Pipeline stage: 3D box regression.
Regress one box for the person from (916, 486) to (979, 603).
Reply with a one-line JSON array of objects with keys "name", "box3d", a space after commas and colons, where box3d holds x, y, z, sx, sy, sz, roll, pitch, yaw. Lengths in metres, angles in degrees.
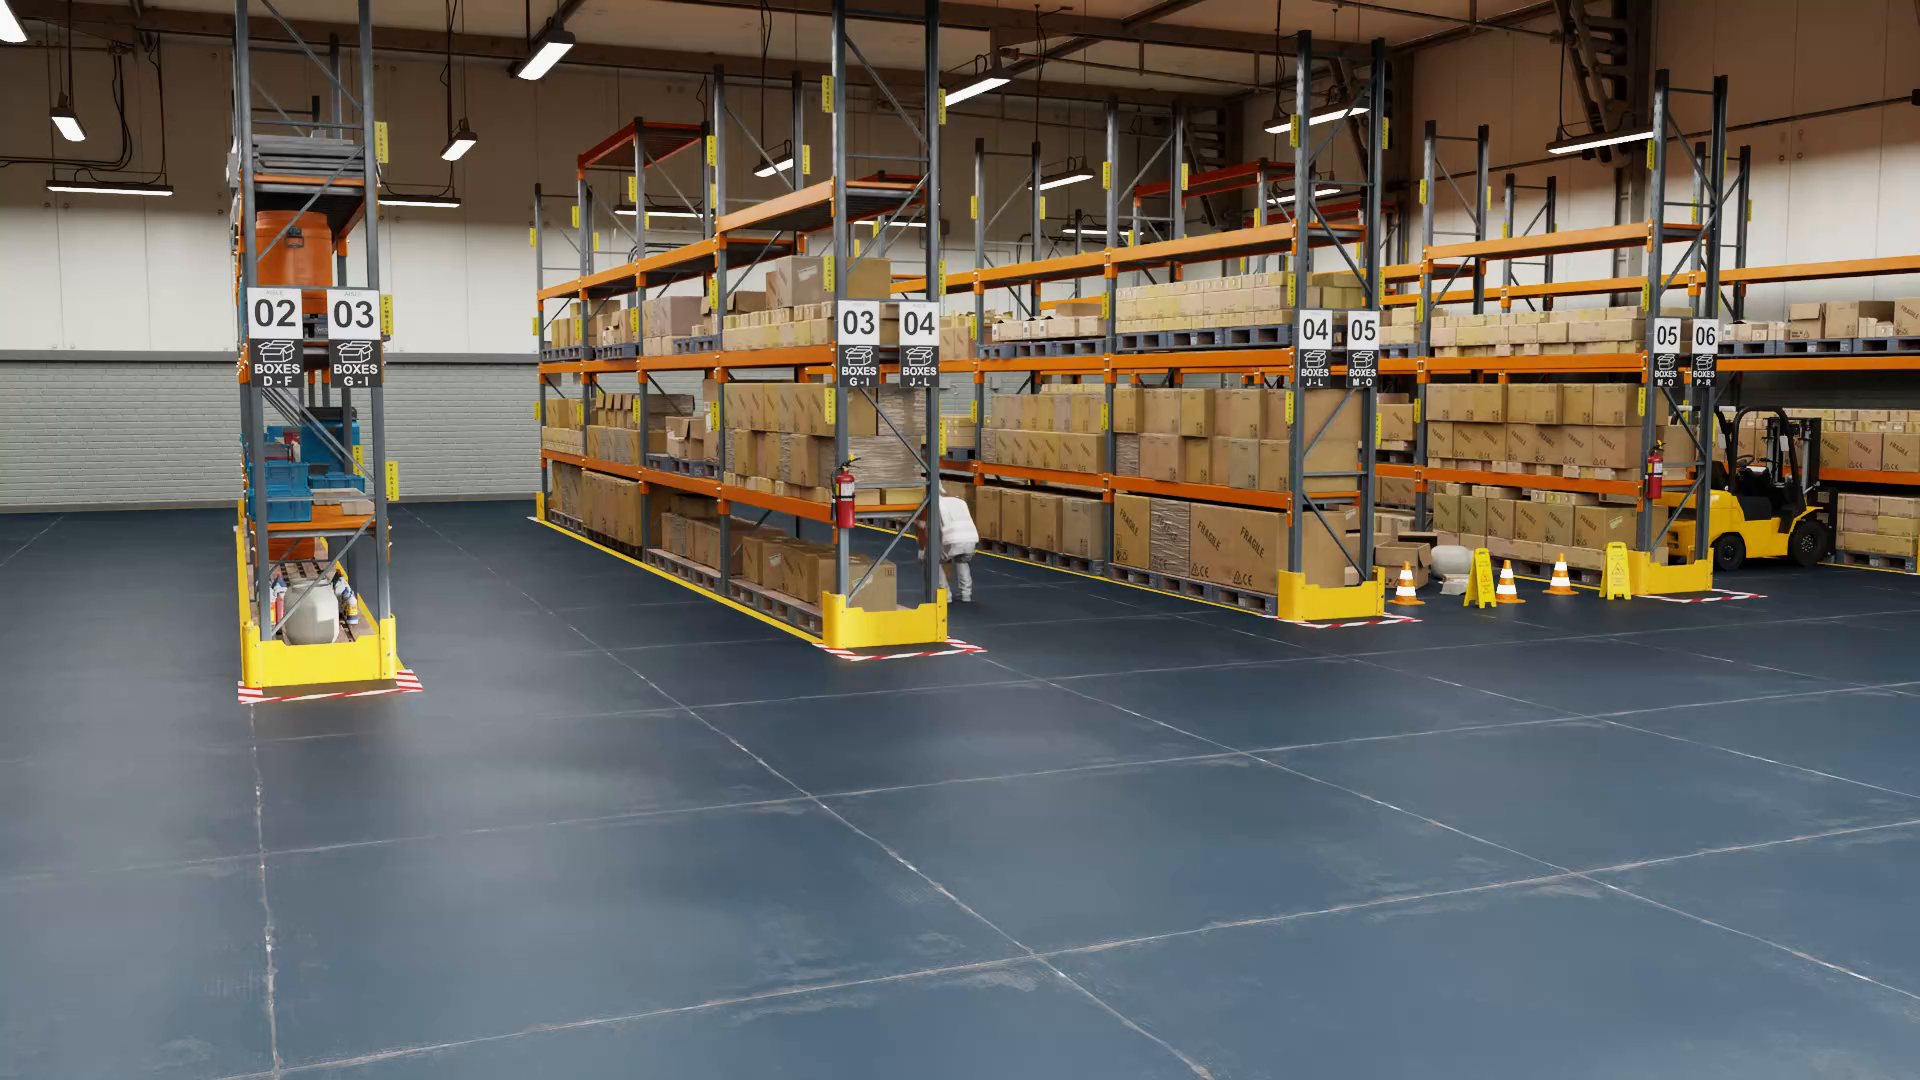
[{"name": "person", "box3d": [-0.139, 0.045, 18.776, 0.610, 1.293, 0.823, -2, 6, -24]}]
